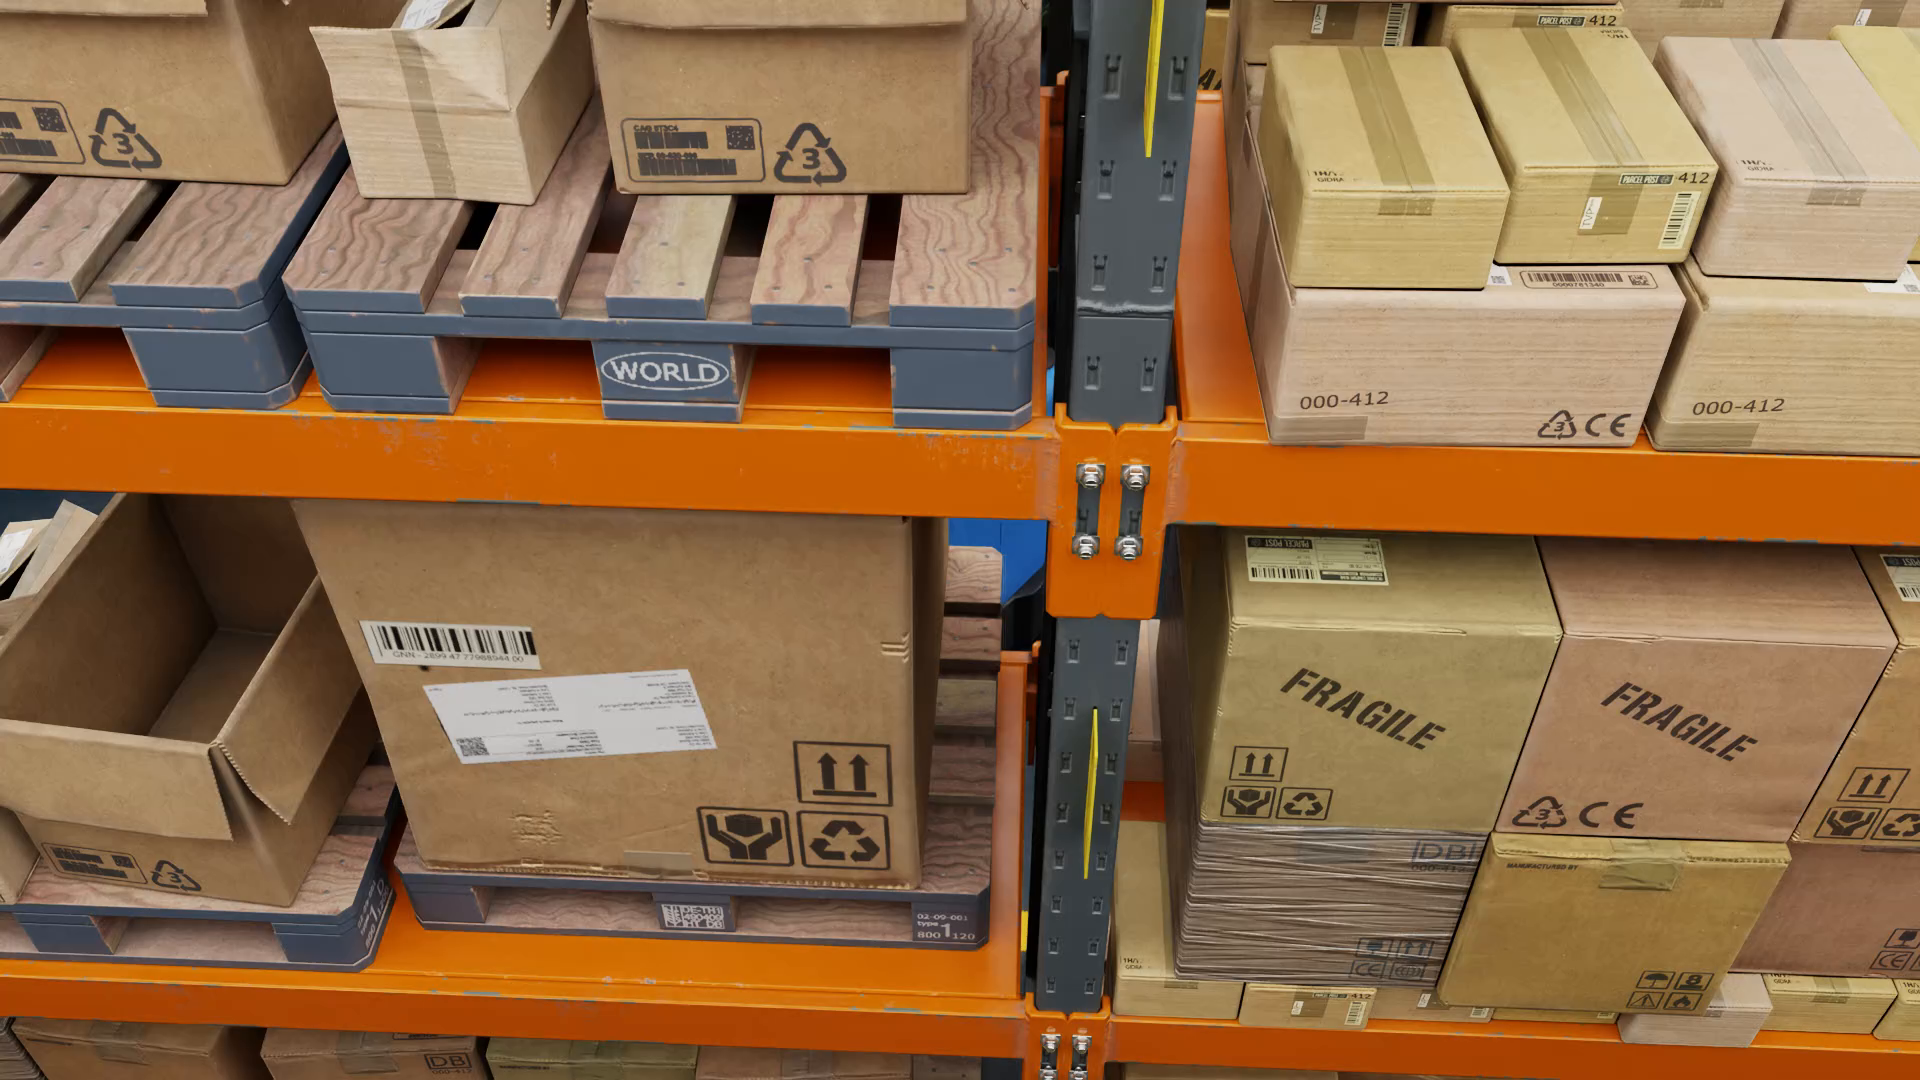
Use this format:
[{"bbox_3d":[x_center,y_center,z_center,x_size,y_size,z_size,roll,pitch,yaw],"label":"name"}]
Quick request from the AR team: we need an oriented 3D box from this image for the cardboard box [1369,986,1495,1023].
[{"bbox_3d":[0.938,0.777,3.399,0.250,0.149,0.380,2,43,2],"label":"cardboard box"}]

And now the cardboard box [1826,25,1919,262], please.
[{"bbox_3d":[1.334,-0.537,2.243,0.250,0.149,0.380,3,43,3],"label":"cardboard box"}]

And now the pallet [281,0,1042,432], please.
[{"bbox_3d":[-0.375,-0.652,2.686,1.003,0.211,1.213,2,43,2],"label":"pallet"}]

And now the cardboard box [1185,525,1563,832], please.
[{"bbox_3d":[0.675,0.144,2.869,0.500,0.500,0.500,2,43,2],"label":"cardboard box"}]

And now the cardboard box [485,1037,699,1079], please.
[{"bbox_3d":[-0.851,1.161,4.314,0.500,0.500,0.700,2,43,2],"label":"cardboard box"}]

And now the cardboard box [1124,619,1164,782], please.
[{"bbox_3d":[0.465,0.367,3.840,0.250,0.149,0.380,2,43,2],"label":"cardboard box"}]

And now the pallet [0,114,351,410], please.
[{"bbox_3d":[-1.411,-0.681,2.718,1.003,0.211,1.213,2,43,2],"label":"pallet"}]

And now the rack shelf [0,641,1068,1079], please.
[{"bbox_3d":[-1.761,0.670,3.857,4.000,0.370,1.077,2,43,2],"label":"rack shelf"}]

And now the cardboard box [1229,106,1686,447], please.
[{"bbox_3d":[0.675,-0.386,2.373,0.500,0.250,0.500,0,43,0],"label":"cardboard box"}]

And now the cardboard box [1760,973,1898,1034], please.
[{"bbox_3d":[1.688,0.794,3.382,0.250,0.149,0.380,2,43,2],"label":"cardboard box"}]

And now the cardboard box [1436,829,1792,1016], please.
[{"bbox_3d":[1.181,0.418,3.309,0.500,0.500,0.875,2,43,2],"label":"cardboard box"}]

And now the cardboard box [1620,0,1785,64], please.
[{"bbox_3d":[1.092,-0.888,2.619,0.250,0.149,0.380,0,43,0],"label":"cardboard box"}]

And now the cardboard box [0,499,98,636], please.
[{"bbox_3d":[-2.081,0.109,3.723,0.258,0.266,0.396,1,43,1],"label":"cardboard box"}]

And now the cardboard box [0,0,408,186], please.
[{"bbox_3d":[-1.170,-0.931,2.464,0.637,0.503,0.797,3,43,4],"label":"cardboard box"}]

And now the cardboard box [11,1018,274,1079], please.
[{"bbox_3d":[-1.968,1.127,4.350,0.500,0.500,0.700,5,43,5],"label":"cardboard box"}]

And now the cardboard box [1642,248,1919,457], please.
[{"bbox_3d":[1.204,-0.373,2.359,0.500,0.250,0.500,1,43,2],"label":"cardboard box"}]

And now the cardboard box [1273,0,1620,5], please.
[{"bbox_3d":[0.698,-1.117,2.390,0.500,0.500,0.500,1,43,1],"label":"cardboard box"}]

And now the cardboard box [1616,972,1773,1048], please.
[{"bbox_3d":[1.436,0.814,3.360,0.250,0.149,0.380,2,43,2],"label":"cardboard box"}]

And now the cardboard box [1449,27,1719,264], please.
[{"bbox_3d":[0.817,-0.538,2.244,0.250,0.149,0.380,0,43,0],"label":"cardboard box"}]

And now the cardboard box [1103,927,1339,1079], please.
[{"bbox_3d":[0.634,1.269,4.213,0.500,0.500,0.500,1,43,1],"label":"cardboard box"}]

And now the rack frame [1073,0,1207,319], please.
[{"bbox_3d":[0.237,-1.726,1.501,0.127,3.000,1.000,2,43,2],"label":"rack frame"}]

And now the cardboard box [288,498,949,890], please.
[{"bbox_3d":[-0.551,-0.024,3.327,1.000,1.000,1.000,2,43,2],"label":"cardboard box"}]

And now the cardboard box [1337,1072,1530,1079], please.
[{"bbox_3d":[1.207,1.282,4.199,0.500,0.500,0.500,15,45,15],"label":"cardboard box"}]

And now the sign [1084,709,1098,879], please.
[{"bbox_3d":[0.215,0.423,2.746,0.005,0.325,0.100,2,43,2],"label":"sign"}]

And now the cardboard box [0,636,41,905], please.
[{"bbox_3d":[-2.095,0.455,3.363,0.500,0.250,0.500,1,43,1],"label":"cardboard box"}]

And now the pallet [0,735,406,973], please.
[{"bbox_3d":[-1.780,0.449,3.708,1.213,0.211,1.003,2,43,2],"label":"pallet"}]

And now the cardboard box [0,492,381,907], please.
[{"bbox_3d":[-1.499,0.287,3.358,0.637,0.503,0.797,6,43,6],"label":"cardboard box"}]

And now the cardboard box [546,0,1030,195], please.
[{"bbox_3d":[-0.228,-0.902,2.433,0.637,0.503,0.797,0,43,0],"label":"cardboard box"}]

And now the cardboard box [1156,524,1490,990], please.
[{"bbox_3d":[0.683,0.379,3.351,0.500,0.500,0.875,2,43,2],"label":"cardboard box"}]

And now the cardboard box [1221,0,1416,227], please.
[{"bbox_3d":[0.704,-0.738,2.751,0.500,0.250,0.500,3,43,3],"label":"cardboard box"}]

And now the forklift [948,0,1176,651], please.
[{"bbox_3d":[0.411,-1.451,5.657,1.130,2.935,3.031,27,49,26],"label":"forklift"}]

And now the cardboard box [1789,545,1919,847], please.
[{"bbox_3d":[1.674,0.174,2.837,0.500,0.500,0.500,2,43,2],"label":"cardboard box"}]

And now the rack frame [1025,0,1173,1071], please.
[{"bbox_3d":[0.237,0.469,3.546,0.127,3.000,1.000,2,43,2],"label":"rack frame"}]

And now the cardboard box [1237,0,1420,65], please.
[{"bbox_3d":[0.574,-0.907,2.640,0.250,0.149,0.380,3,43,3],"label":"cardboard box"}]

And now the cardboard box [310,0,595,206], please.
[{"bbox_3d":[-0.707,-0.694,2.384,0.258,0.266,0.396,3,43,3],"label":"cardboard box"}]

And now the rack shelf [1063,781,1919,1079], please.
[{"bbox_3d":[2.235,0.793,3.726,4.000,0.370,1.077,2,43,2],"label":"rack shelf"}]

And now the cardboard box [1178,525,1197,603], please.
[{"bbox_3d":[0.699,-0.216,3.256,0.500,0.500,0.500,2,43,2],"label":"cardboard box"}]

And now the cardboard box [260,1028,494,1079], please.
[{"bbox_3d":[-1.410,1.144,4.332,0.500,0.500,0.700,-2,43,-2],"label":"cardboard box"}]

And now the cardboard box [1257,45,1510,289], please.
[{"bbox_3d":[0.547,-0.500,2.203,0.250,0.149,0.380,1,43,1],"label":"cardboard box"}]

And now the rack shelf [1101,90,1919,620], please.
[{"bbox_3d":[2.235,-0.304,2.703,4.000,0.370,1.077,2,43,2],"label":"rack shelf"}]

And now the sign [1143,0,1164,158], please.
[{"bbox_3d":[0.215,-0.584,1.808,0.005,0.325,0.100,2,43,2],"label":"sign"}]

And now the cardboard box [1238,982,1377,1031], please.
[{"bbox_3d":[0.687,0.789,3.387,0.250,0.149,0.380,2,43,2],"label":"cardboard box"}]

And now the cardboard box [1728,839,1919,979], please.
[{"bbox_3d":[1.685,0.365,3.366,0.500,0.500,0.875,2,43,2],"label":"cardboard box"}]

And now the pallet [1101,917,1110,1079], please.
[{"bbox_3d":[0.909,1.485,4.501,1.213,0.211,1.003,2,43,2],"label":"pallet"}]

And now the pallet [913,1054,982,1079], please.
[{"bbox_3d":[-0.541,1.466,4.521,1.213,0.211,1.003,2,43,2],"label":"pallet"}]

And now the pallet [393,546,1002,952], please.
[{"bbox_3d":[-0.520,0.416,3.743,1.213,0.211,1.003,2,43,2],"label":"pallet"}]

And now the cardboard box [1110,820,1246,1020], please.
[{"bbox_3d":[0.438,0.772,3.405,0.250,0.149,0.380,2,43,2],"label":"cardboard box"}]

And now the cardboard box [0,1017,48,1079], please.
[{"bbox_3d":[-2.534,1.115,4.364,0.500,0.500,0.700,-2,43,-2],"label":"cardboard box"}]

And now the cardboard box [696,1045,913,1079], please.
[{"bbox_3d":[-0.376,1.189,4.284,0.500,0.500,0.700,-1,43,-1],"label":"cardboard box"}]

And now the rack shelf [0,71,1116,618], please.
[{"bbox_3d":[-1.761,-0.427,2.835,4.000,0.370,1.077,2,43,2],"label":"rack shelf"}]

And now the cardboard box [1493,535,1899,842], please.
[{"bbox_3d":[1.174,0.159,2.854,0.500,0.500,0.500,2,43,2],"label":"cardboard box"}]

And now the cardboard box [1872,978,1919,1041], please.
[{"bbox_3d":[1.937,0.809,3.365,0.250,0.149,0.380,2,43,2],"label":"cardboard box"}]

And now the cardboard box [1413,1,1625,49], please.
[{"bbox_3d":[0.837,-0.836,2.564,0.250,0.149,0.380,2,43,2],"label":"cardboard box"}]

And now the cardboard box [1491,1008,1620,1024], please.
[{"bbox_3d":[1.188,0.779,3.398,0.250,0.149,0.380,2,43,2],"label":"cardboard box"}]

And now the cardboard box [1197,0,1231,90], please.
[{"bbox_3d":[1.186,-2.215,7.678,0.875,0.875,0.875,2,43,3],"label":"cardboard box"}]

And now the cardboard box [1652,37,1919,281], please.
[{"bbox_3d":[1.088,-0.515,2.220,0.250,0.149,0.380,2,43,2],"label":"cardboard box"}]

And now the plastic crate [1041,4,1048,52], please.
[{"bbox_3d":[0.794,-2.785,9.059,0.662,0.188,0.450,24,58,23],"label":"plastic crate"}]

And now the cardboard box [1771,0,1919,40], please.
[{"bbox_3d":[1.369,-0.897,2.629,0.250,0.149,0.380,1,43,1],"label":"cardboard box"}]
